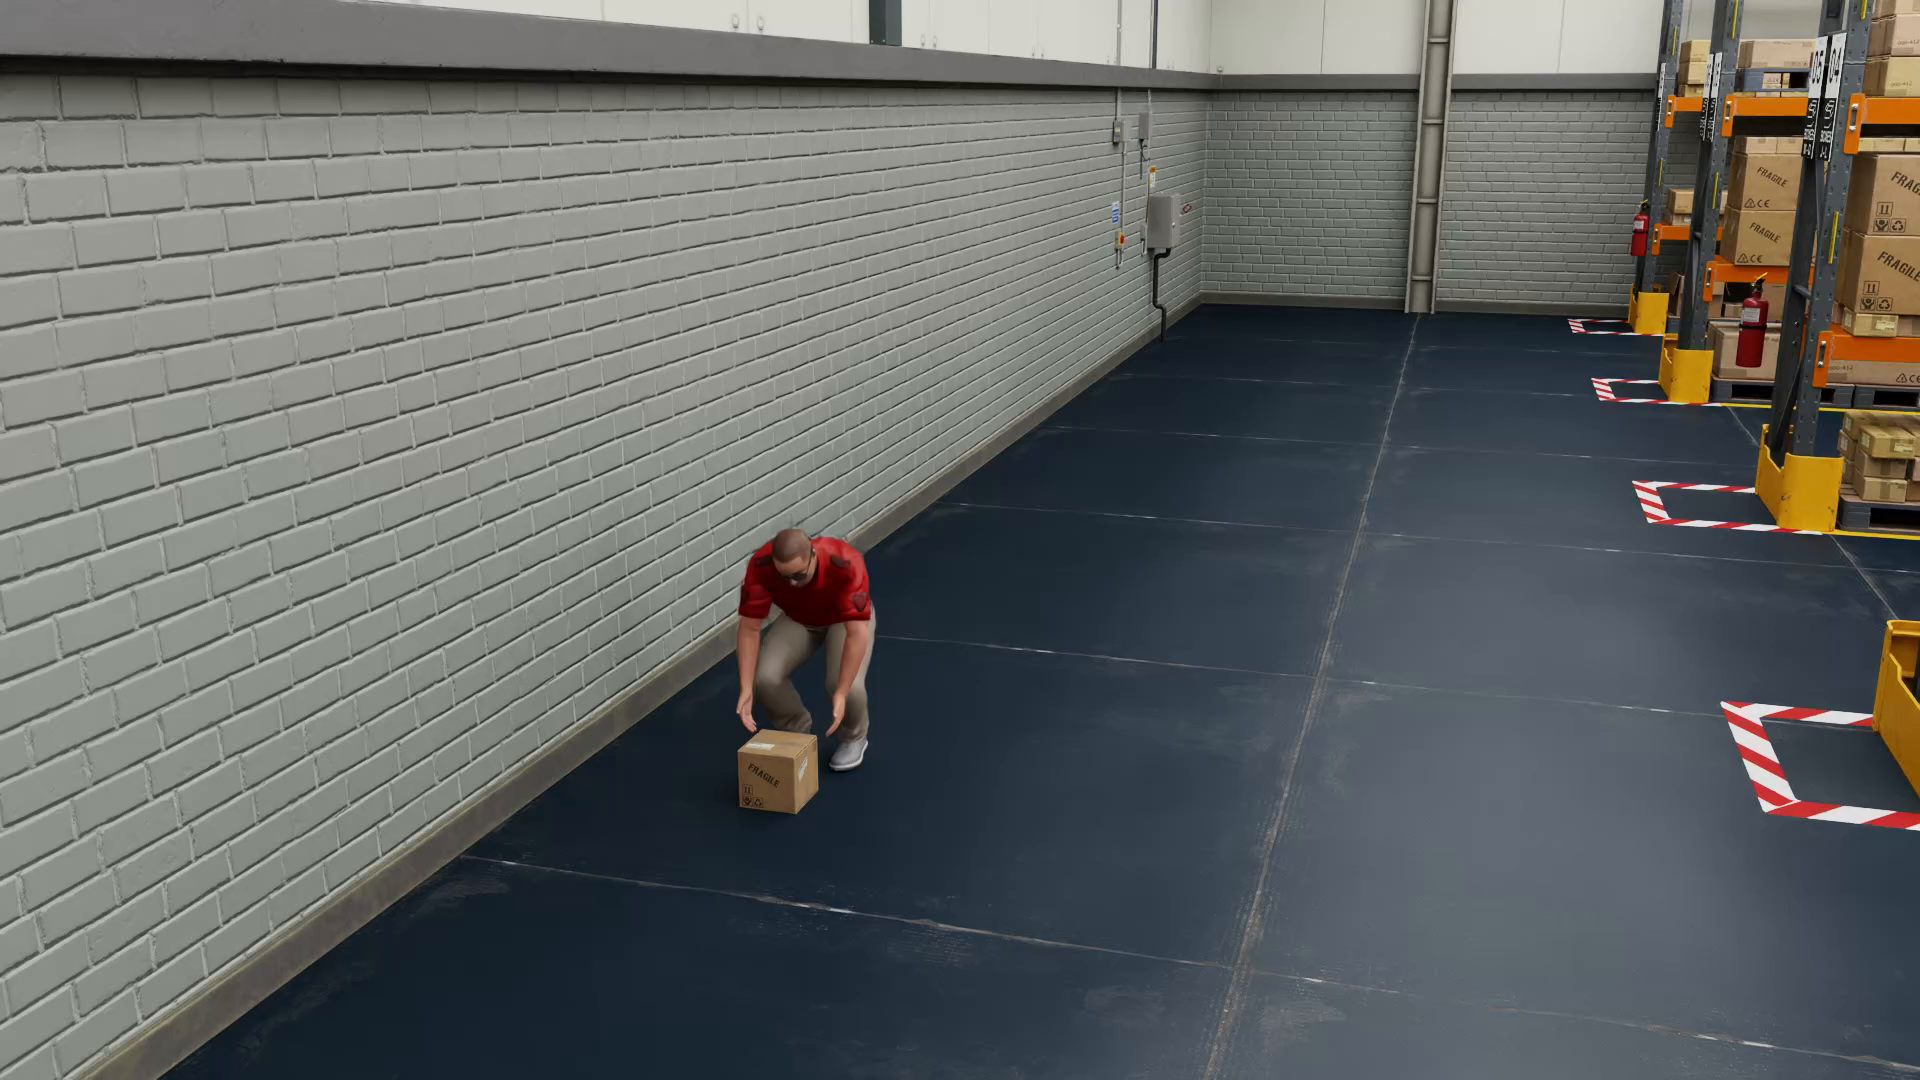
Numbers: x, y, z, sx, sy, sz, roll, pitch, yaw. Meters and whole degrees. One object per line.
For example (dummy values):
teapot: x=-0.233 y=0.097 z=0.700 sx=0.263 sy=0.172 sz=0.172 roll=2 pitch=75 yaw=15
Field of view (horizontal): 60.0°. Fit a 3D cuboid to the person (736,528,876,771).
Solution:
person: x=-0.608 y=0.427 z=7.097 sx=0.577 sy=1.142 sz=0.823 roll=4 pitch=16 yaw=16
